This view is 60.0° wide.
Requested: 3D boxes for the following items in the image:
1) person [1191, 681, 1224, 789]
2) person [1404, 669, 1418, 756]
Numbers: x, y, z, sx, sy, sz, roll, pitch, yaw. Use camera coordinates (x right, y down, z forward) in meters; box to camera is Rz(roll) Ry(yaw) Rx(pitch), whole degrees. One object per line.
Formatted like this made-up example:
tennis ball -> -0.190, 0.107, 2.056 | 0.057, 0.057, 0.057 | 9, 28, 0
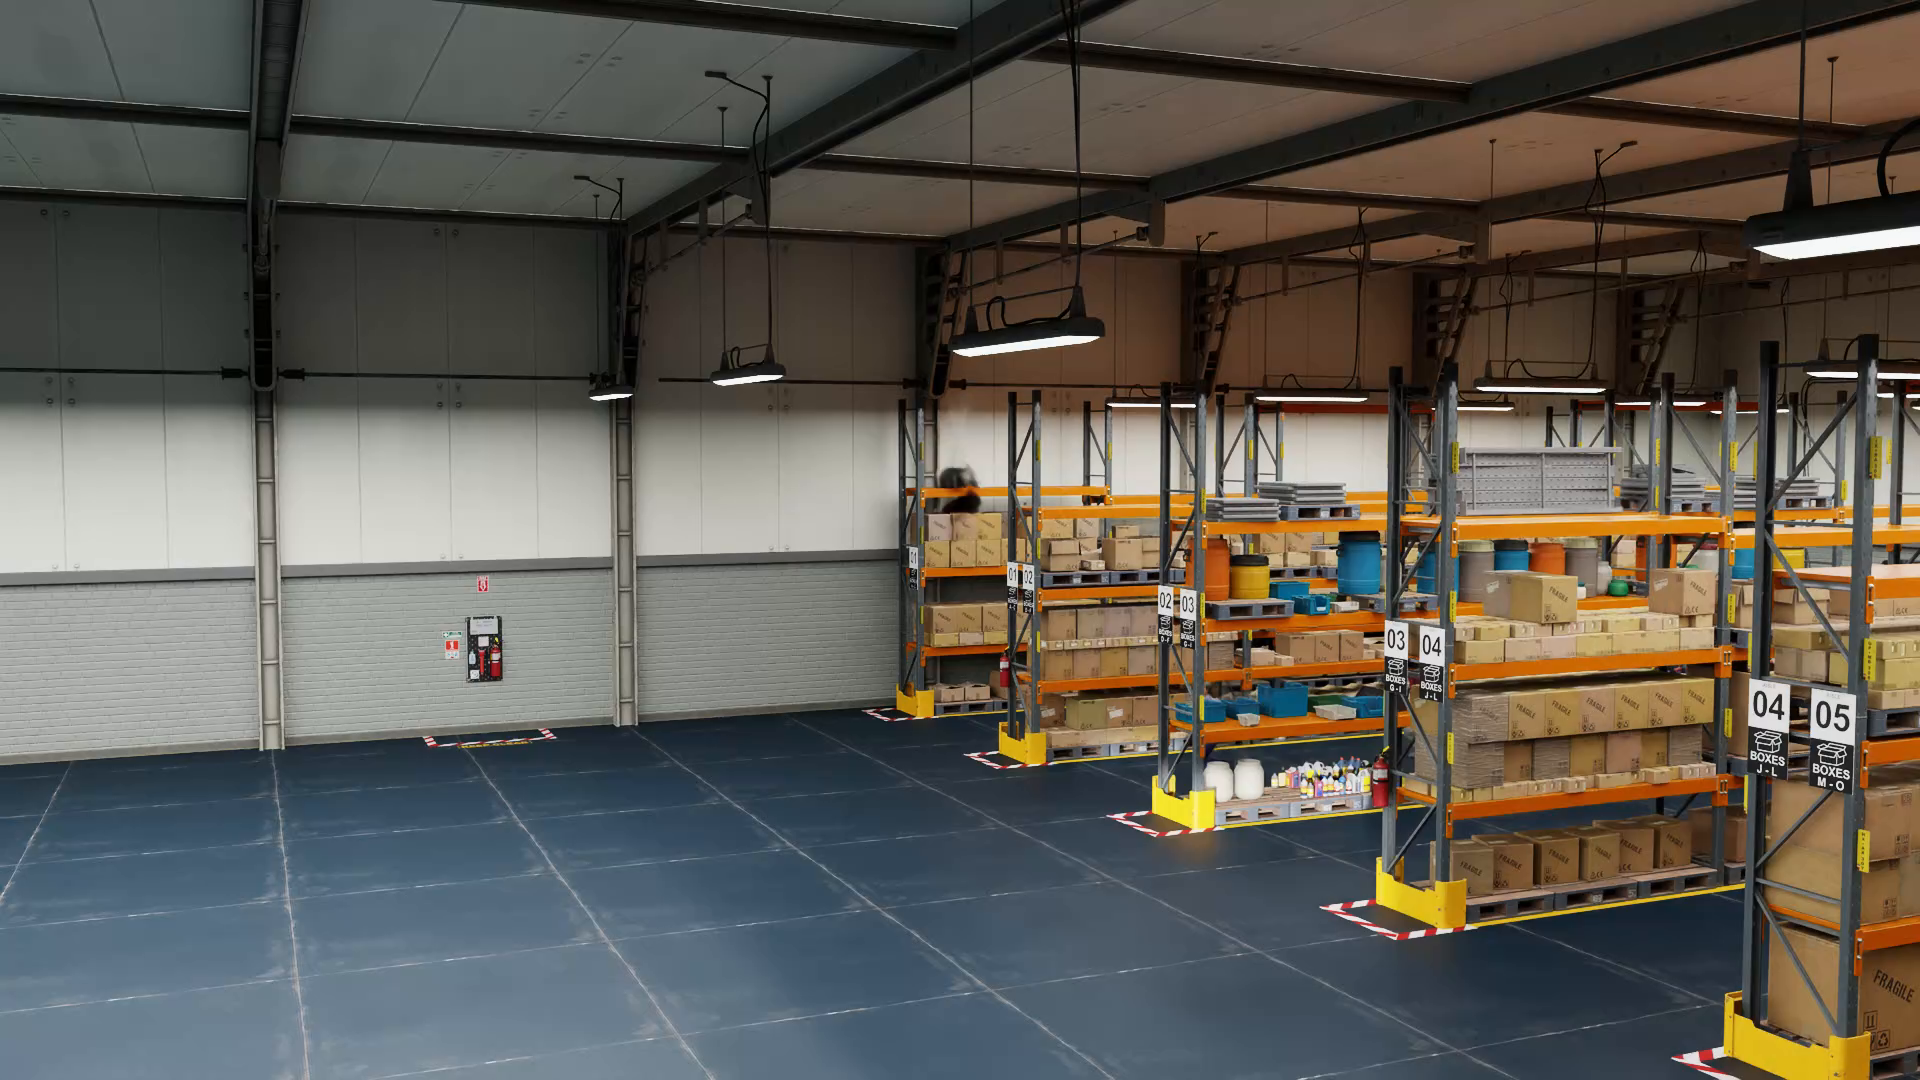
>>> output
person -> 3.752, 2.917, 24.873 | 0.607, 1.625, 0.605 | -1, 4, -19
person -> 7.397, 2.744, 27.291 | 0.581, 1.629, 0.604 | -2, 4, -30
